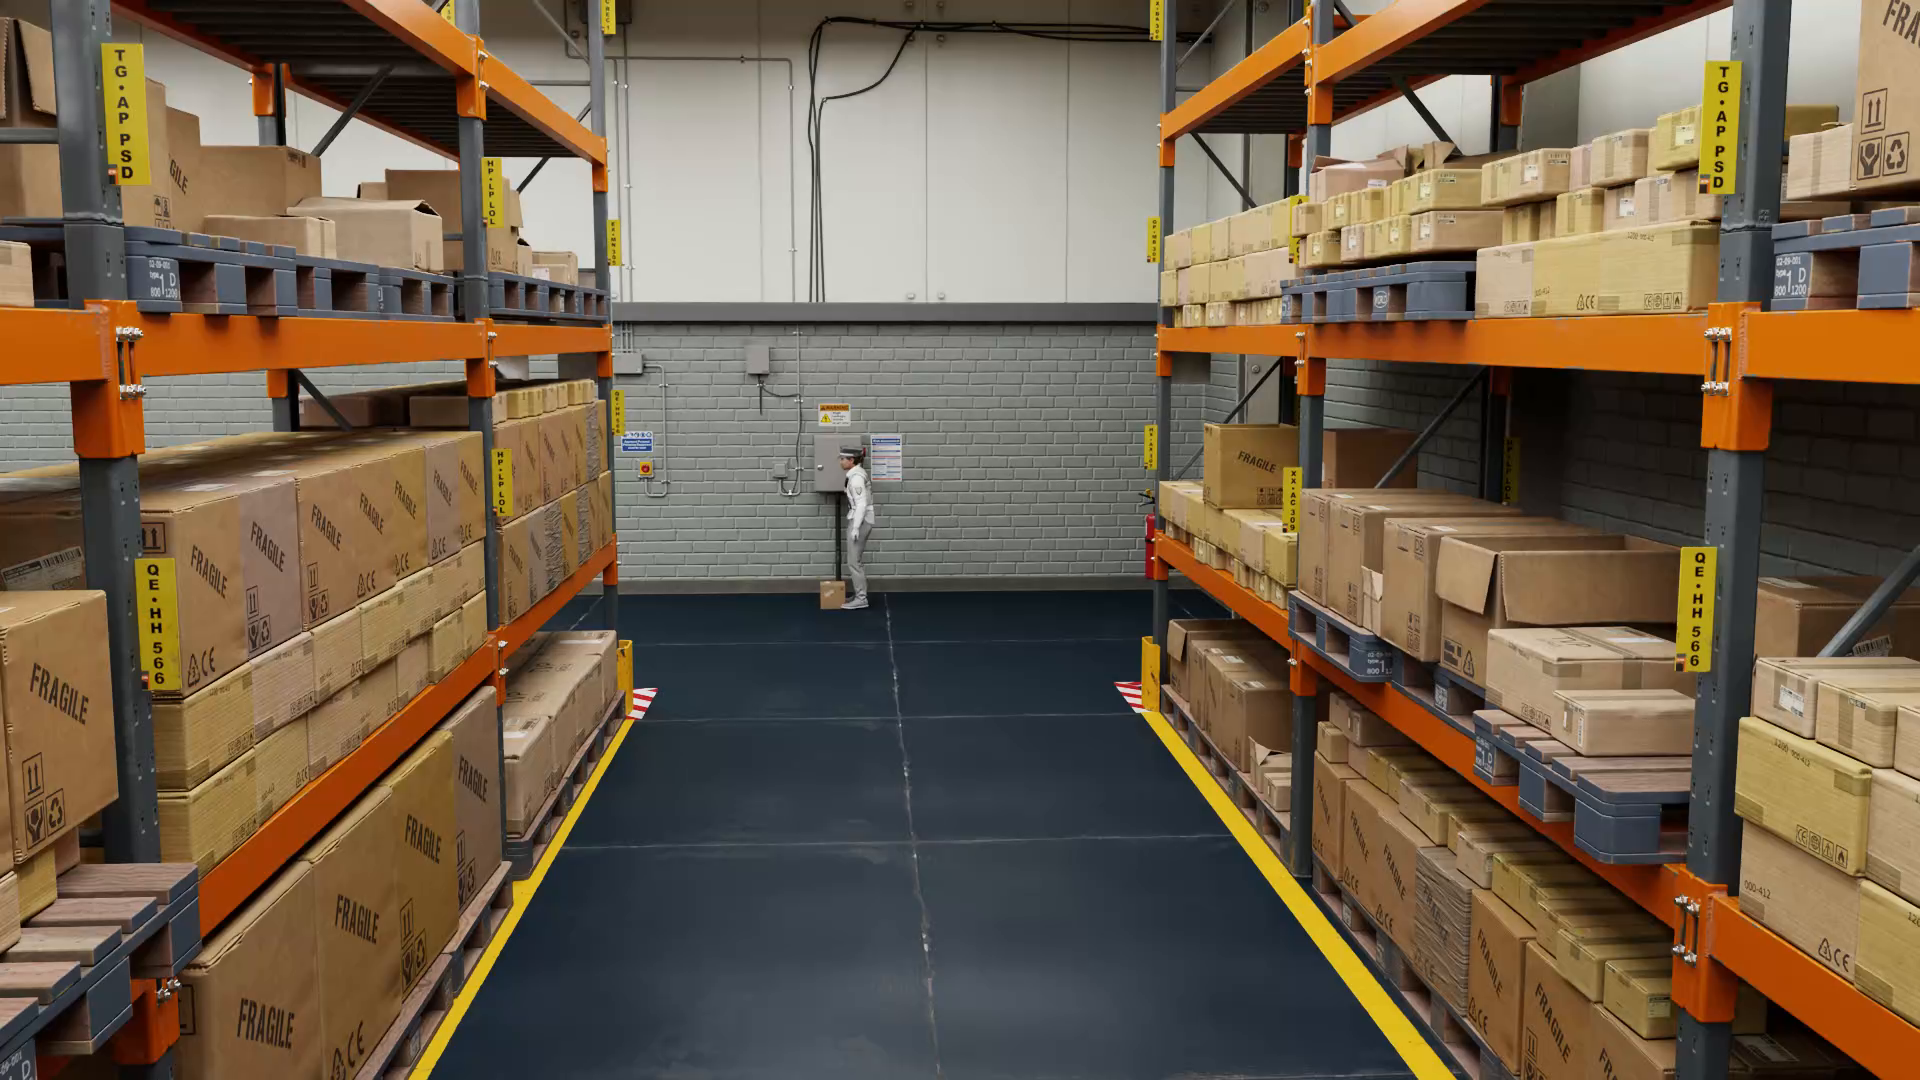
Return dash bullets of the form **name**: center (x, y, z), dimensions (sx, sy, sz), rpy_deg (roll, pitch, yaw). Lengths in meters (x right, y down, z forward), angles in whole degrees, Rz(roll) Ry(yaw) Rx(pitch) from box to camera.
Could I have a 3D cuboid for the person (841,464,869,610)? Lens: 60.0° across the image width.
- **person**: center (-1.046, -0.041, 16.898), dimensions (0.358, 1.462, 0.539), rpy_deg (-1, 7, -7)
